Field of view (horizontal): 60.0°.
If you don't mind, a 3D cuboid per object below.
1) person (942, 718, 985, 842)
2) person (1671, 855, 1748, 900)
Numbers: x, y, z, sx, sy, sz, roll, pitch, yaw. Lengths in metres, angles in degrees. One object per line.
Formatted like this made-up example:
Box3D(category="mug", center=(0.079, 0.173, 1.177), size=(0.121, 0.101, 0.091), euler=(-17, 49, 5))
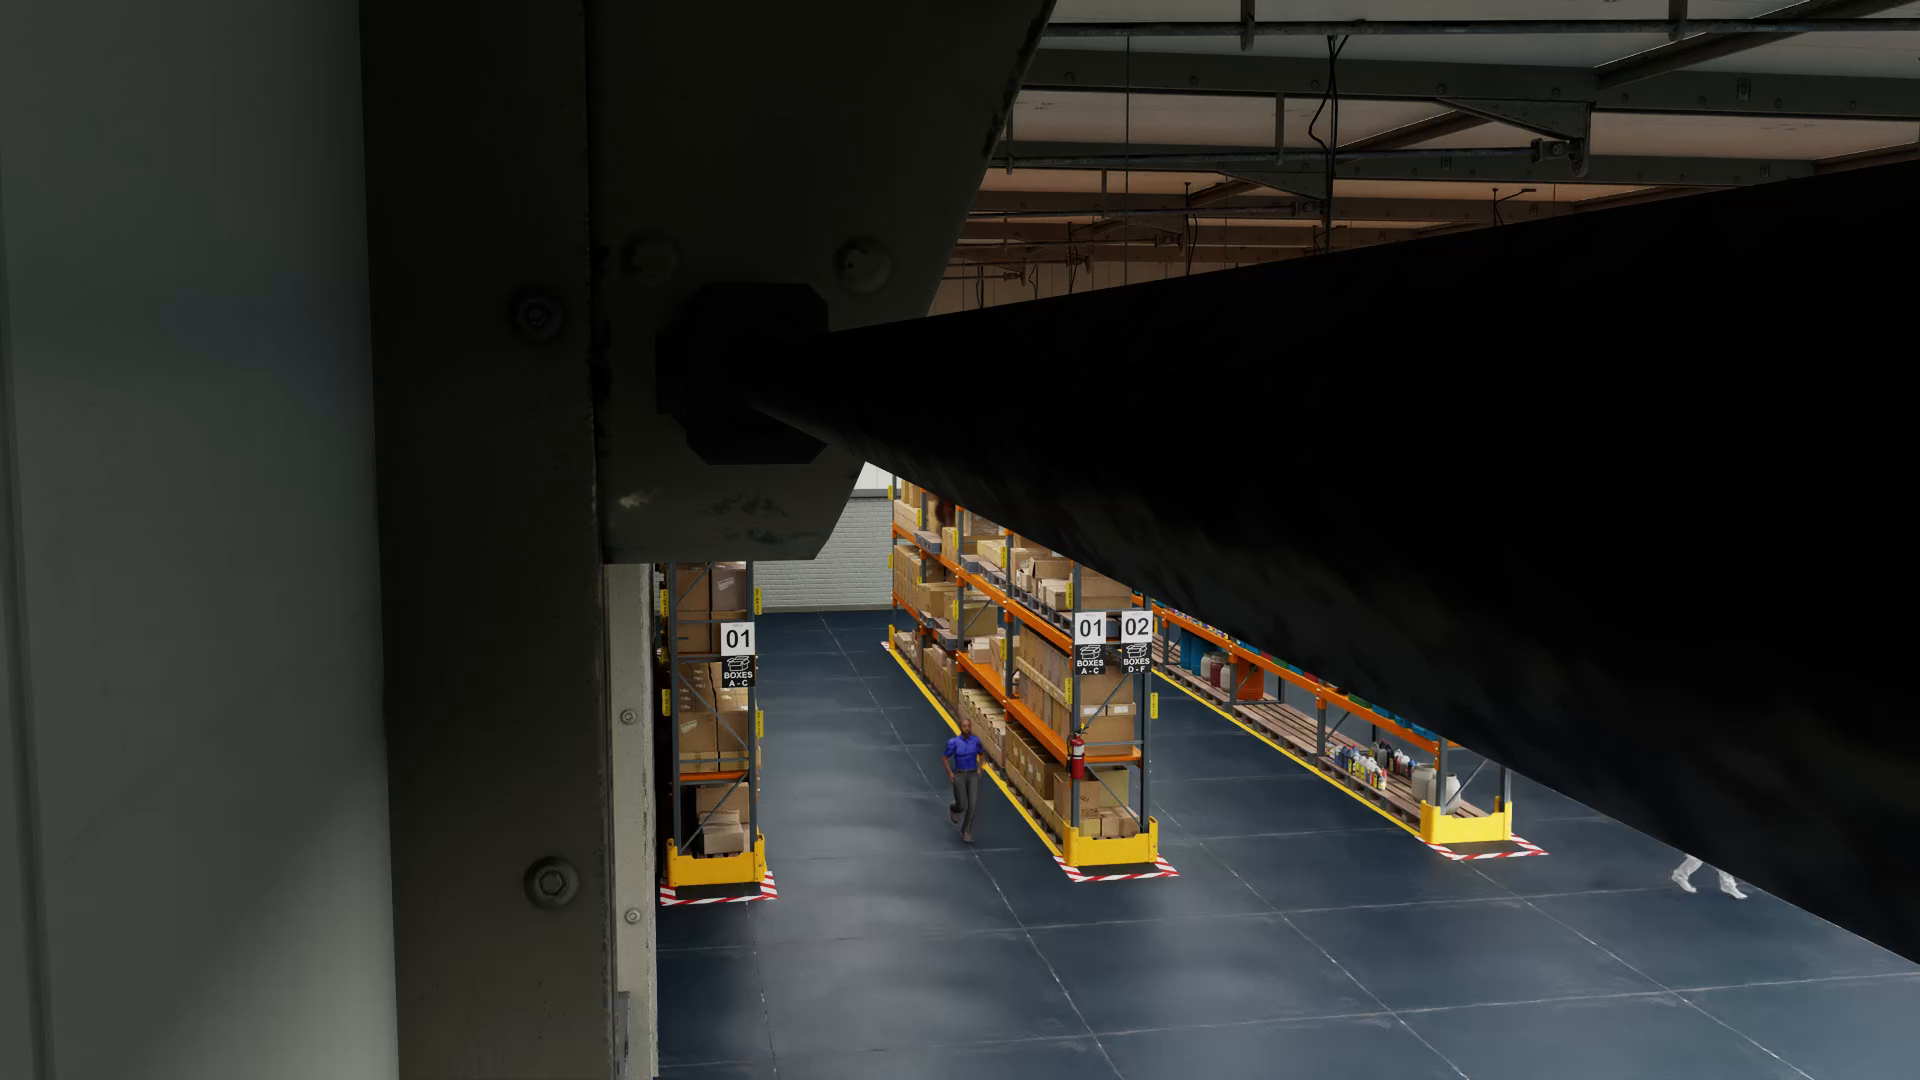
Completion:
Box3D(category="person", center=(0.062, 3.149, 22.101), size=(0.585, 1.610, 0.571), euler=(-2, 6, -15))
Box3D(category="person", center=(8.877, 3.332, 19.618), size=(0.838, 1.808, 0.722), euler=(3, 7, 24))
